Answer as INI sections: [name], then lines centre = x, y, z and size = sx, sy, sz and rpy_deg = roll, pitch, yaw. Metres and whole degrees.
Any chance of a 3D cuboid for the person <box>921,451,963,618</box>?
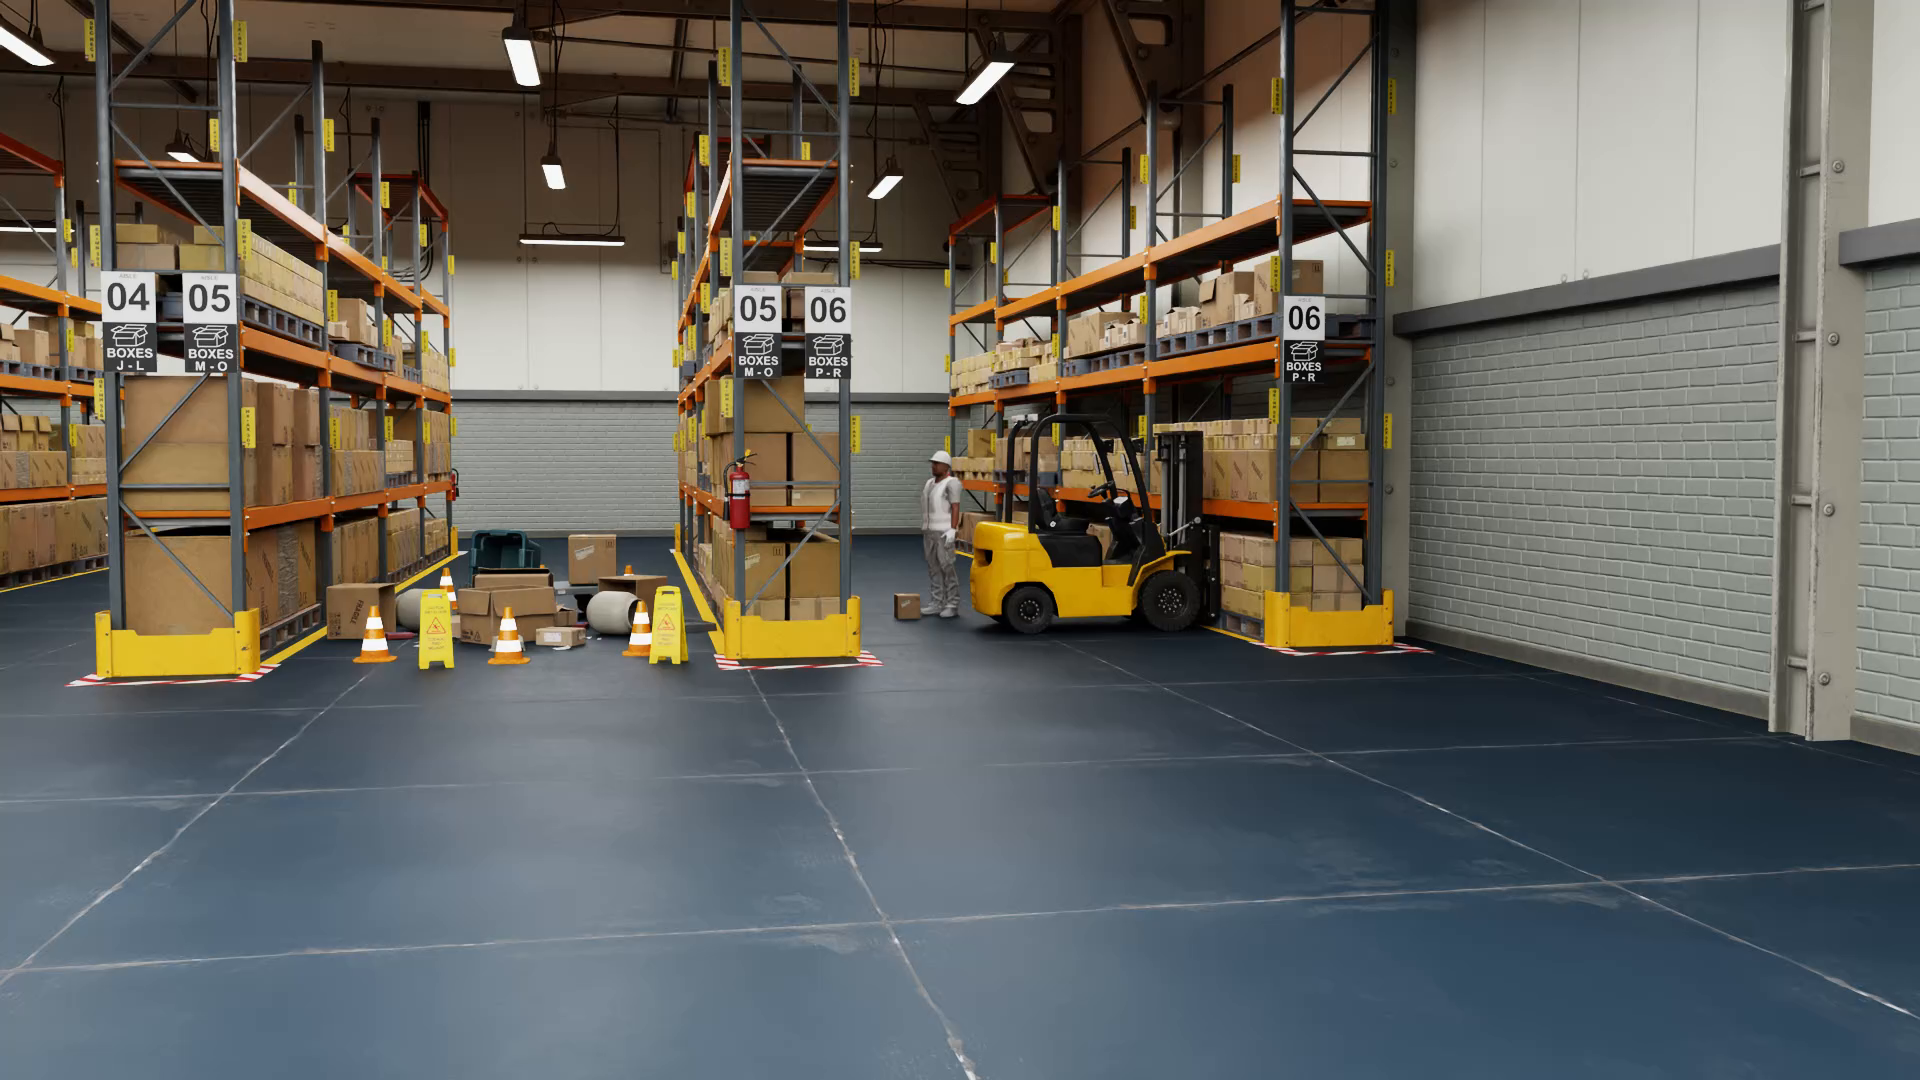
[person]
centre = -0.226, -0.069, 18.123
size = 0.371, 1.804, 0.560
rpy_deg = -2, 4, -39
